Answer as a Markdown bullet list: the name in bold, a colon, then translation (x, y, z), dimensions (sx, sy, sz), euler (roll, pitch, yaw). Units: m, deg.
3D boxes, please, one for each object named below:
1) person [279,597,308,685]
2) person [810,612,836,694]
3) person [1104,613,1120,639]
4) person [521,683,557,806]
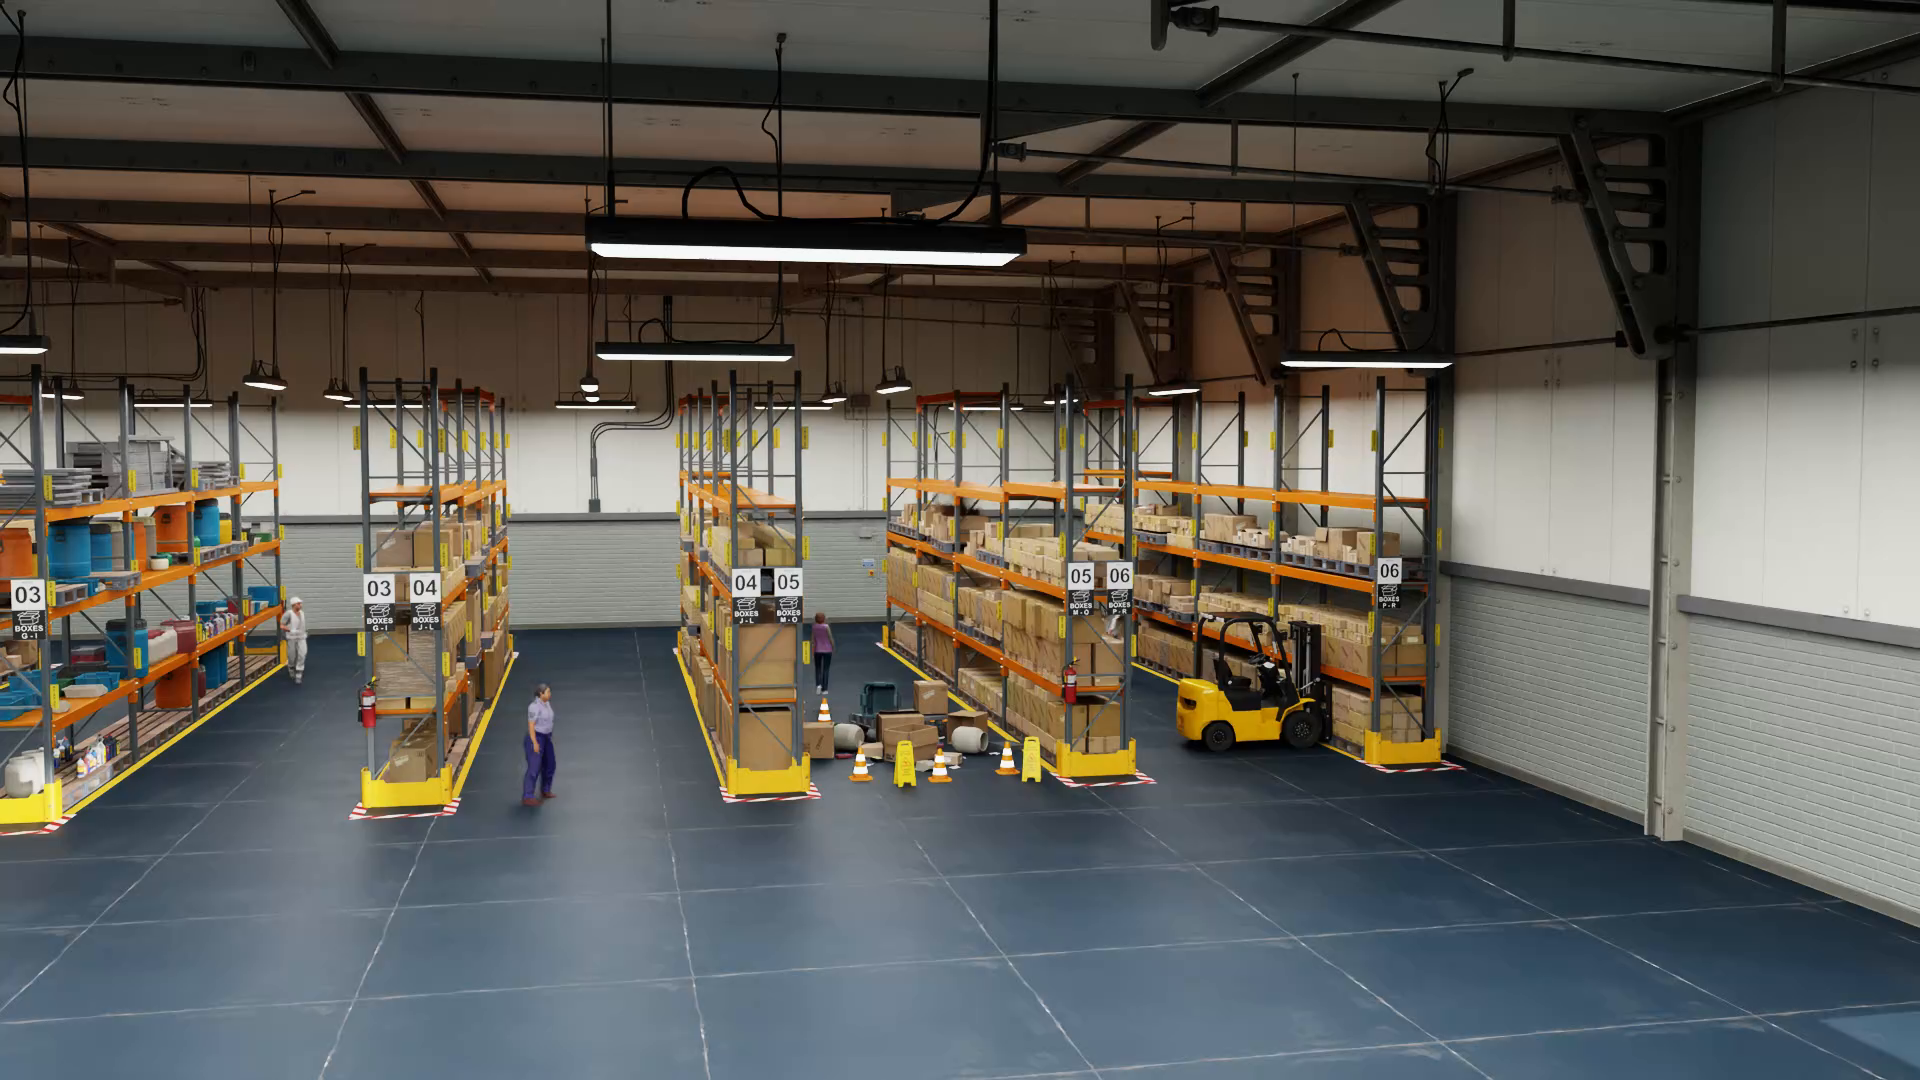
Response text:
- **person**: translation (-13.805, 2.071, 34.438), dimensions (0.576, 1.788, 0.812), euler (-2, 4, -32)
- **person**: translation (-2.628, 2.177, 31.887), dimensions (0.498, 1.609, 0.505), euler (0, 3, -1)
- **person**: translation (3.209, 1.986, 35.133), dimensions (0.401, 1.592, 0.420), euler (1, 4, 17)
- **person**: translation (-5.860, 2.821, 23.109), dimensions (0.367, 1.650, 0.617), euler (1, 3, 12)
